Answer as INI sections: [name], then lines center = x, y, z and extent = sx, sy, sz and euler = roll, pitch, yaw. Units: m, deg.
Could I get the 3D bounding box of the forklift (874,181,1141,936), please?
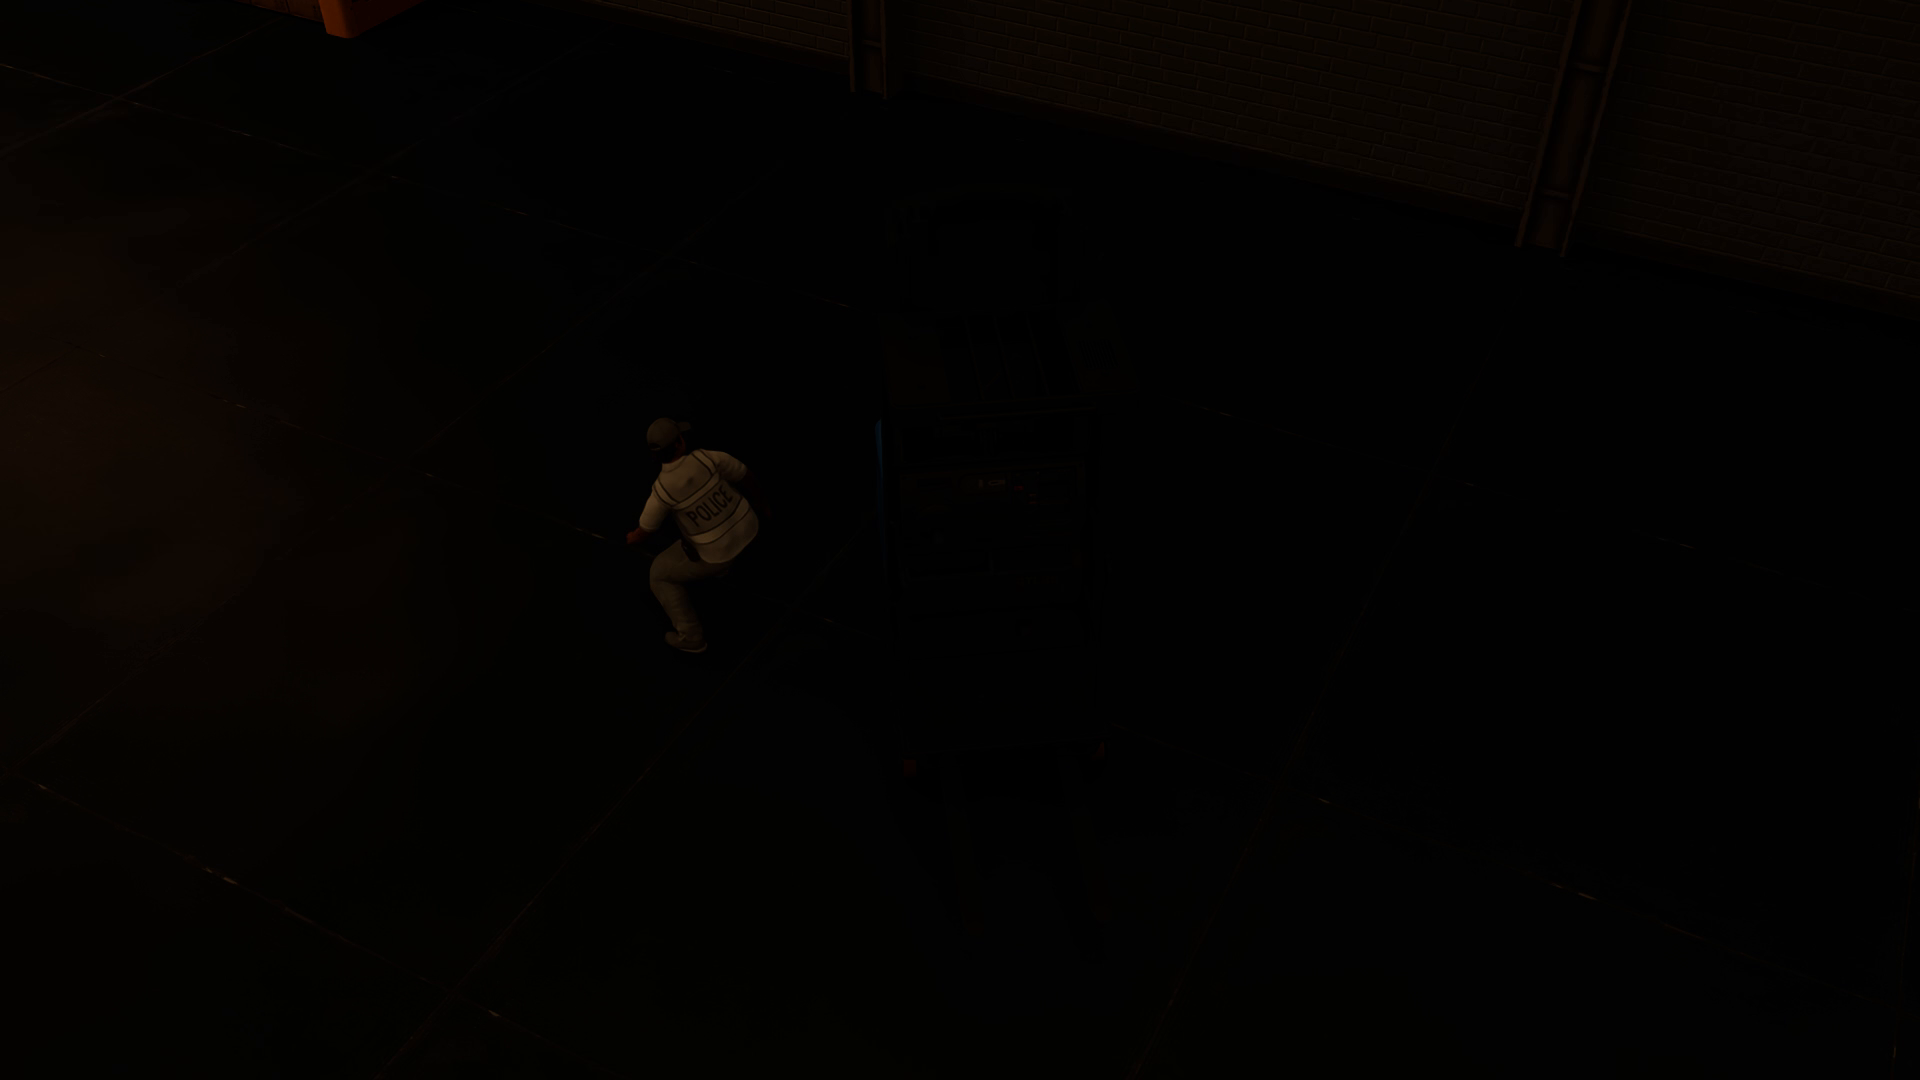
[forklift]
center = 0.192, -0.106, 8.112
extent = 1.130, 2.935, 3.031
euler = -4, 40, -5

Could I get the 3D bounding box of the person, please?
[person]
center = -1.471, -0.030, 9.355
extent = 0.683, 1.269, 0.727
euler = 28, 47, 29
